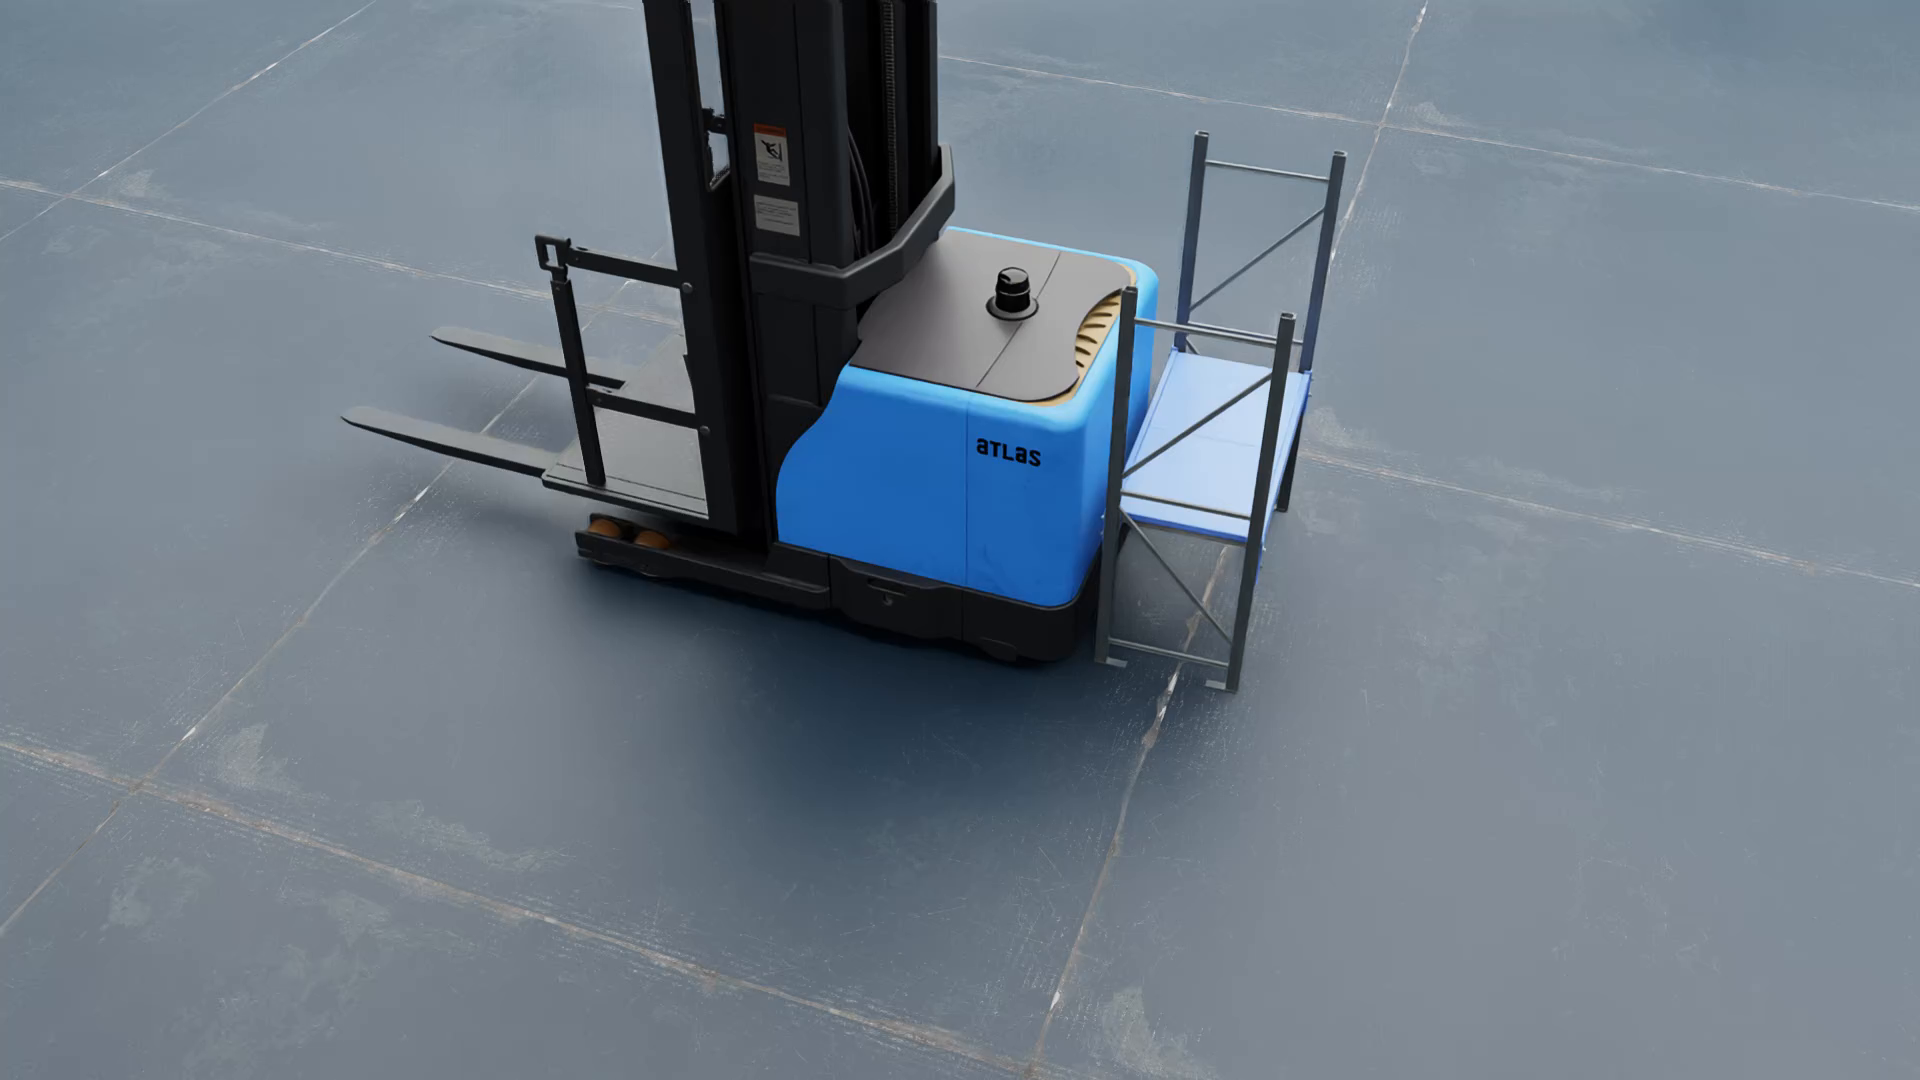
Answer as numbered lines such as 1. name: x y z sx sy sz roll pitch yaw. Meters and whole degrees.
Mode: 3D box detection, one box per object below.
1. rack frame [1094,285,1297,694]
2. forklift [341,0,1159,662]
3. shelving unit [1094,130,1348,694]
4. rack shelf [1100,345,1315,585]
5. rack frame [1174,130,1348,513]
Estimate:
1. rack frame: 0.707 -0.107 5.220 0.500 1.500 0.032 12 42 14
2. forklift: -0.875 -1.288 5.501 3.031 2.935 1.130 13 42 15
3. shelving unit: 0.864 -0.421 5.588 0.538 1.500 1.048 12 42 14
4. rack shelf: 0.864 -0.284 5.704 0.538 0.185 1.000 12 42 14
5. rack frame: 1.021 -0.735 5.955 0.500 1.500 0.032 12 42 14
